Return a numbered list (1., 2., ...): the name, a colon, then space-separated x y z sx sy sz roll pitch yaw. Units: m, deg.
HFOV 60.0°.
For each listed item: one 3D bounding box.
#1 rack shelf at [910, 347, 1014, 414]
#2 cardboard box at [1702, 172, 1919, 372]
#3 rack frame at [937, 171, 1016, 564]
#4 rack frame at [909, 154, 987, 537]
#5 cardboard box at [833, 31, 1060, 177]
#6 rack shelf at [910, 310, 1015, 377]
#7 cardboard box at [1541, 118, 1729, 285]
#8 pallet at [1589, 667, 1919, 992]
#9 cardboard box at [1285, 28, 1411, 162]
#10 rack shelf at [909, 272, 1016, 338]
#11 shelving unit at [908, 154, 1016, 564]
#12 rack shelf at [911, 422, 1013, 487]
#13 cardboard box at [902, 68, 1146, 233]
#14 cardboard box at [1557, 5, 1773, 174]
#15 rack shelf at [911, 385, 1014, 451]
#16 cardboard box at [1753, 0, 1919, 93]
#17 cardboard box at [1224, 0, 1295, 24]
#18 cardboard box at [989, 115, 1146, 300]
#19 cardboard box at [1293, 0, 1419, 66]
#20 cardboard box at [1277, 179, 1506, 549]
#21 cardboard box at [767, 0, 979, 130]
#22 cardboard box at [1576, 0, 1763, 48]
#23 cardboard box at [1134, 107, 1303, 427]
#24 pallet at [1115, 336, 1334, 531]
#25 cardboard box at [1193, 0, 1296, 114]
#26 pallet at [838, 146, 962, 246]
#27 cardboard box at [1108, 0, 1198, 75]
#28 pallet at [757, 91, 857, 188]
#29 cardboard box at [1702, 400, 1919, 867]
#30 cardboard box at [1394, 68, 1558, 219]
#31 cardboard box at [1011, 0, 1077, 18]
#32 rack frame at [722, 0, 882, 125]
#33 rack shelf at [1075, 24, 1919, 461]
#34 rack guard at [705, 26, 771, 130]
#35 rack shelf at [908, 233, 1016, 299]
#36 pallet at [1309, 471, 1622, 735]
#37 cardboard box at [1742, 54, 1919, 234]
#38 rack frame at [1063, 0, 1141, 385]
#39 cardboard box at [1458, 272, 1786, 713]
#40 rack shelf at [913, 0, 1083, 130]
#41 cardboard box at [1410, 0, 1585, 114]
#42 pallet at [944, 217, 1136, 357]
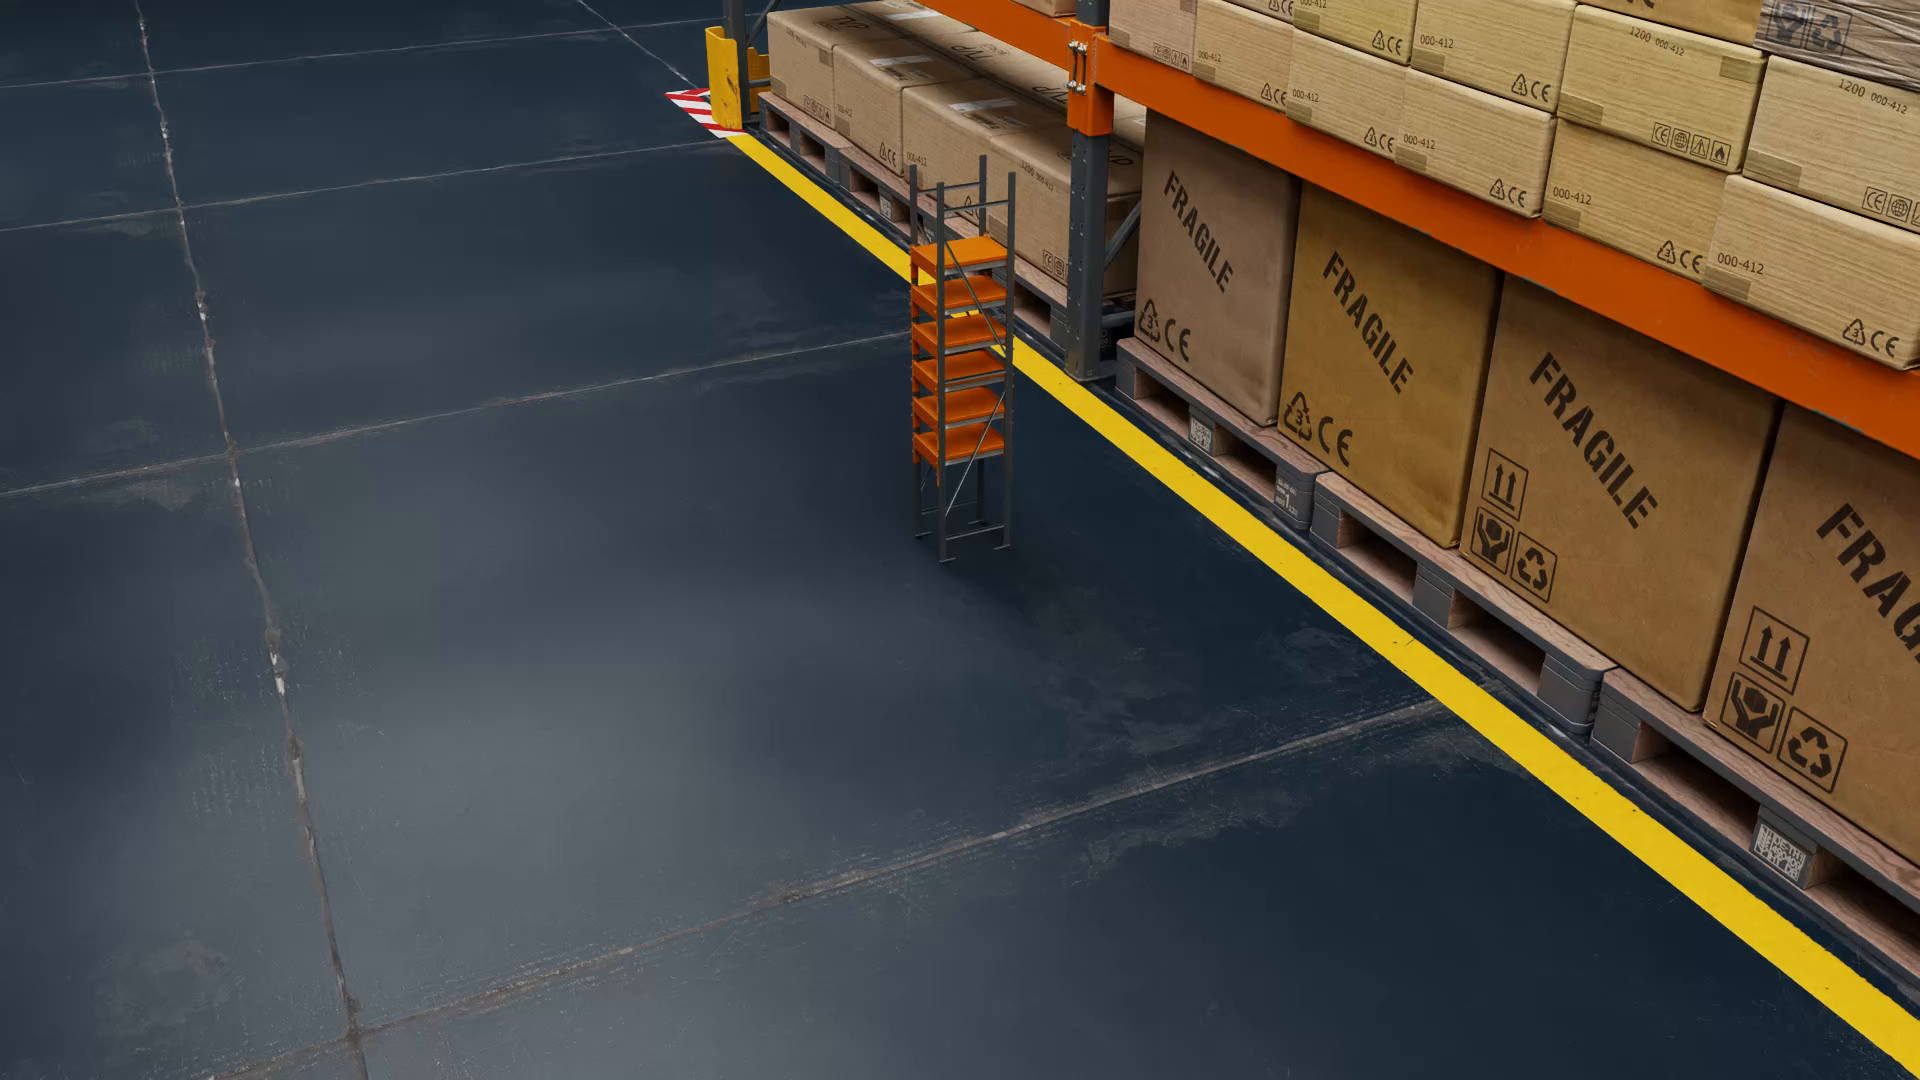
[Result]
1. rack shelf: 0.006 -0.478 4.967 0.258 0.103 0.180 -13 32 -22
2. cardboard box: 1.909 -0.587 3.383 0.500 0.250 0.500 -13 32 -21
3. rack frame: 0.046 -0.477 4.873 0.240 1.200 0.006 -13 32 -22
4. rack frame: -0.033 -0.557 5.017 0.240 1.200 0.006 -13 32 -22
5. cardboard box: -0.067 -2.187 8.274 0.875 0.438 0.875 -12 32 -21
6. rack shelf: 0.006 -0.583 4.908 0.258 0.103 0.180 -13 32 -22
7. cardboard box: 1.707 -0.813 3.786 0.500 0.250 0.500 -13 32 -22
8. pallet: 2.323 0.591 3.980 1.003 0.211 1.213 -13 32 -22
9. cardboard box: 1.256 -1.255 4.574 0.500 0.250 0.500 -13 32 -22
10. rack shelf: 0.006 -0.688 4.849 0.258 0.103 0.180 -13 32 -22
11. shelving unit: 0.006 -0.517 4.945 0.258 1.200 0.189 -13 32 -22
12. rack shelf: 0.006 -0.269 5.084 0.258 0.103 0.180 -13 32 -22
13. cardboard box: 0.319 -1.789 7.563 0.875 0.438 0.875 -14 32 -23
14. cardboard box: 1.695 -1.022 3.647 0.500 0.250 0.500 -14 32 -23
15. rack shelf: 0.006 -0.374 5.026 0.258 0.103 0.180 -13 32 -22
16. cardboard box: 1.908 -1.139 3.090 0.500 0.500 0.500 -13 32 -21
17. cardboard box: 1.060 -1.702 4.861 0.500 0.250 0.500 -13 32 -21
18. cardboard box: 0.704 -1.393 6.858 0.875 0.438 0.875 -14 32 -23
19. cardboard box: 1.253 -1.474 4.454 0.500 0.250 0.500 -13 32 -21
20. cardboard box: 1.610 -0.630 5.049 0.875 0.875 0.875 -12 31 -21
21. cardboard box: -0.467 -2.590 8.992 0.875 0.438 0.875 -14 32 -24
22. cardboard box: 1.701 -1.360 3.484 0.500 0.500 0.500 -13 32 -22
23. cardboard box: 1.215 -1.027 5.758 0.875 0.875 0.875 -12 31 -20
24. pallet: 1.276 -0.487 5.902 1.003 0.211 1.213 -13 32 -22
25. cardboard box: 1.051 -1.484 4.984 0.500 0.250 0.500 -14 32 -23
26. pallet: 0.093 -1.704 8.072 1.003 0.211 1.213 -13 32 -22
27. cardboard box: 0.827 -1.713 5.391 0.500 0.250 0.500 -14 32 -23
28. pallet: -0.427 -2.242 9.032 1.003 0.211 1.213 -13 32 -22
29. cardboard box: 2.372 0.160 3.641 0.875 0.875 0.875 -13 32 -22
30. cardboard box: 1.462 -1.032 4.177 0.500 0.250 0.500 -14 32 -23
31. cardboard box: 0.447 -2.223 6.045 0.500 0.500 0.500 -13 32 -22
32. rack frame: -0.841 -3.795 8.951 1.000 3.000 0.127 -13 32 -22
33. rack shelf: 1.735 -0.831 4.400 1.077 0.370 4.000 -13 32 -22
34. rack guard: -0.851 -2.715 9.581 1.175 0.500 0.348 -13 32 -22
35. rack shelf: 0.006 -0.792 4.791 0.258 0.103 0.180 -13 32 -22
36. pallet: 1.804 0.053 4.939 1.003 0.211 1.213 -13 32 -22
37. cardboard box: 1.933 -0.800 3.252 0.500 0.250 0.500 -14 32 -23
38. rack frame: 0.877 -2.028 5.799 1.000 3.000 0.127 -13 32 -22
39. cardboard box: 1.993 -0.235 4.345 0.875 0.875 0.875 -13 32 -21
40. rack shelf: 0.018 -2.598 7.551 1.077 0.370 4.000 -13 32 -22
41. cardboard box: 1.471 -1.251 4.056 0.500 0.250 0.500 -14 32 -23
42. pallet: 0.621 -1.164 7.110 1.003 0.211 1.213 -13 32 -22
